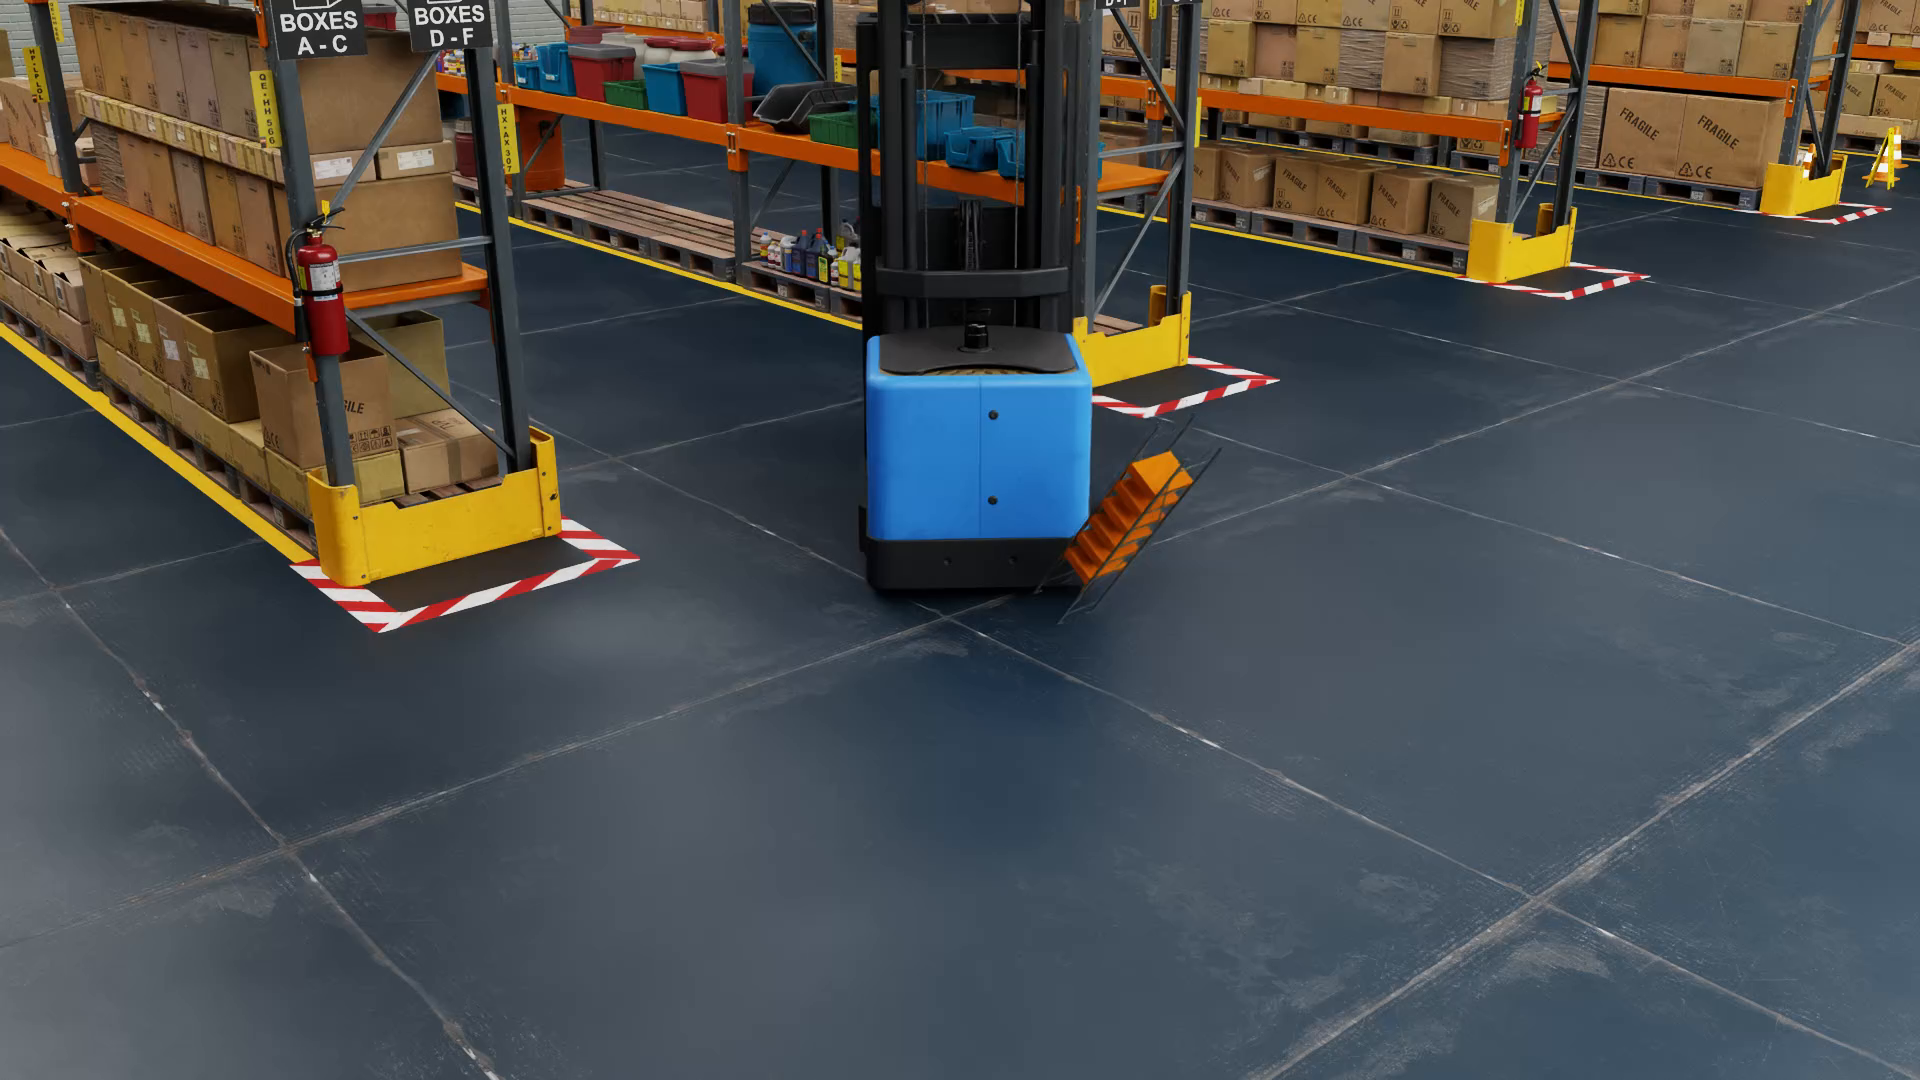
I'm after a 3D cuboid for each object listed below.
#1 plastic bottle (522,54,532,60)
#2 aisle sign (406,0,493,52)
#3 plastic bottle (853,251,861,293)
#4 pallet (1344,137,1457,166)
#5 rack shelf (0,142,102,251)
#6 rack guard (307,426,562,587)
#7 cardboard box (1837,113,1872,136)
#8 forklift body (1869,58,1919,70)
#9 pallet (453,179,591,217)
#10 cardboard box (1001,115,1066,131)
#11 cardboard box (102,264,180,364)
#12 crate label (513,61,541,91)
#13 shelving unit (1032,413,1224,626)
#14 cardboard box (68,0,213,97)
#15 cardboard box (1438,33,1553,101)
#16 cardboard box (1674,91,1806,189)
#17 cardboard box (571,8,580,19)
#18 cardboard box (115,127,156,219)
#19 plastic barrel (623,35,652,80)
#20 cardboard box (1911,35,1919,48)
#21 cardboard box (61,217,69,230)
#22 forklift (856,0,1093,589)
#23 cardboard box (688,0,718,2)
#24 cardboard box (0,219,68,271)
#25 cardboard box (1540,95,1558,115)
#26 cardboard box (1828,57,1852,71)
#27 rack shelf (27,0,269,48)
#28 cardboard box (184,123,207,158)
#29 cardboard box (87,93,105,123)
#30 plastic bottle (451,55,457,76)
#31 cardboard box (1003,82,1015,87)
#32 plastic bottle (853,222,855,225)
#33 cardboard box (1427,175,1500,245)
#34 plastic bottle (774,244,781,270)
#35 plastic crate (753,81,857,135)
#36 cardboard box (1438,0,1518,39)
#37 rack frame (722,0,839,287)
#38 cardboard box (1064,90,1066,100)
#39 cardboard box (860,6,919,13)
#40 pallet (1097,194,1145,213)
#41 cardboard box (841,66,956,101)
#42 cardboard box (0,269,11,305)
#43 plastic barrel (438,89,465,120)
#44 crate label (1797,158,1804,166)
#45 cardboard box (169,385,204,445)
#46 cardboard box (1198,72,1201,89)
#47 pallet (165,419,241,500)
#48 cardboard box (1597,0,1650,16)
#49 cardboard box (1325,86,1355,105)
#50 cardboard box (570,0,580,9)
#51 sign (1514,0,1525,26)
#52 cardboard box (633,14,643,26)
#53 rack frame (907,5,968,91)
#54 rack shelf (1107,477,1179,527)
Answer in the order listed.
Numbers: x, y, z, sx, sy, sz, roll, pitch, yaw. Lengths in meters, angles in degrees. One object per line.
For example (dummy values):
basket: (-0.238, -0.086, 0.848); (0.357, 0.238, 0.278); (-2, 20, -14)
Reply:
plastic bottle: (-4.493, -4.941, 17.259); (0.097, 0.201, 0.097); (0, 21, 0)
aisle sign: (-2.329, -2.621, 7.499); (0.394, 0.787, 0.004); (-17, 27, -37)
plastic bottle: (-0.725, -2.068, 12.679); (0.144, 0.351, 0.185); (-16, 27, -35)
pallet: (5.555, -4.868, 20.623); (1.003, 0.211, 1.213); (-17, 27, -37)
rack shelf: (-6.520, -2.679, 12.196); (1.077, 0.370, 4.000); (-17, 27, -37)
rack guard: (-2.588, -0.185, 8.272); (1.175, 0.500, 0.348); (-17, 27, -37)
cardboard box: (11.348, -5.292, 21.076); (0.500, 0.250, 0.500); (-17, 27, -37)
forklift body: (13.549, -6.949, 23.278); (2.313, 2.155, 1.214); (-17, 27, -37)
pallet: (-4.617, -3.654, 17.523); (1.003, 0.211, 1.213); (-17, 27, -37)
cardboard box: (0.881, -4.479, 18.630); (0.700, 0.500, 0.500); (-15, 26, -33)
cardboard box: (-4.817, -1.387, 10.077); (0.500, 0.500, 0.500); (-17, 27, -37)
crate label: (-4.080, -4.461, 15.990); (0.303, 0.233, 0.416); (-17, 27, -37)
shelving unit: (0.704, -0.068, 7.173); (0.258, 1.200, 0.189); (-18, 64, -38)
cardboard box: (-4.920, -2.991, 10.090); (0.700, 0.500, 0.500); (-17, 27, -37)
cardboard box: (4.565, -4.057, 14.183); (0.875, 0.500, 0.500); (-17, 27, -37)
cardboard box: (8.234, -4.244, 17.544); (0.875, 0.875, 0.875); (-17, 27, -37)
cardboard box: (-5.559, -7.840, 24.732); (0.380, 0.149, 0.250); (-17, 27, -37)
cardboard box: (-4.571, -2.242, 9.959); (0.700, 0.500, 0.500); (-18, 28, -38)
plastic barrel: (-2.962, -4.447, 15.571); (0.421, 0.512, 0.421); (0, 21, 0)
cardboard box: (11.756, -6.051, 20.165); (0.380, 0.149, 0.250); (-18, 28, -38)
cardboard box: (-6.626, -2.374, 12.858); (0.500, 0.311, 0.500); (-18, 27, -38)
forklift: (0.028, -1.628, 8.621); (1.130, 2.935, 3.031); (-1, 21, -2)
cardboard box: (-3.432, -7.510, 22.314); (0.500, 0.500, 0.500); (-16, 27, -36)
cardboard box: (-7.026, -2.243, 12.524); (0.500, 0.311, 0.500); (-18, 28, -39)
cardboard box: (4.898, -3.732, 14.243); (0.380, 0.149, 0.250); (-17, 27, -37)
cardboard box: (11.068, -6.027, 21.035); (0.380, 0.149, 0.250); (-16, 27, -35)
rack shelf: (-3.909, -2.970, 8.828); (1.077, 0.370, 4.000); (-17, 27, -37)
cardboard box: (-3.844, -2.122, 8.763); (0.380, 0.149, 0.250); (-17, 27, -36)
cardboard box: (-5.022, -2.620, 10.034); (0.380, 0.149, 0.250); (-17, 27, -37)
plastic bottle: (-5.188, -4.896, 17.145); (0.097, 0.201, 0.097); (0, 21, 0)
cardboard box: (0.900, -7.227, 26.155); (0.380, 0.149, 0.250); (-19, 28, -40)
plastic bottle: (-0.896, -2.525, 13.939); (0.061, 0.283, 0.133); (-16, 26, -35)
cardboard box: (4.509, -2.921, 14.681); (0.500, 0.500, 0.500); (-12, 24, -28)
plastic bottle: (-1.451, -2.292, 13.458); (0.097, 0.201, 0.097); (0, 21, 0)
plastic crate: (-1.214, -3.435, 13.227); (0.767, 0.338, 0.504); (-17, 27, -37)
cardboard box: (4.357, -4.457, 13.834); (0.500, 0.500, 0.500); (-17, 27, -37)
rack frame: (-1.460, -3.639, 13.662); (1.000, 3.000, 0.127); (-17, 27, -37)
cardboard box: (1.874, -6.658, 24.223); (0.500, 0.500, 0.500); (-17, 27, -37)
cardboard box: (-0.828, -6.047, 19.674); (0.500, 0.500, 0.500); (-16, 27, -36)
pallet: (1.783, -3.735, 17.730); (1.003, 0.211, 1.213); (-17, 27, -37)
cardboard box: (-0.753, -5.325, 20.305); (1.225, 0.875, 0.875); (-19, 28, -40)
cardboard box: (-7.033, -1.986, 12.636); (0.500, 0.250, 0.500); (-18, 28, -39)
plastic barrel: (-5.877, -4.718, 18.718); (0.600, 0.901, 0.708); (-17, 27, -37)
crate label: (9.974, -4.395, 19.518); (0.298, 0.136, 0.250); (7, 23, 18)
cardboard box: (-4.166, -0.761, 9.507); (0.500, 0.250, 0.500); (-17, 27, -37)
cardboard box: (2.358, -4.498, 16.200); (0.380, 0.149, 0.250); (-17, 27, -37)
pallet: (-3.927, -0.596, 9.716); (1.003, 0.211, 1.213); (-17, 27, -37)
cardboard box: (7.378, -5.983, 17.960); (0.875, 0.550, 0.500); (-17, 27, -37)
cardboard box: (3.503, -4.015, 14.967); (0.380, 0.149, 0.250); (-17, 27, -37)
cardboard box: (-5.432, -8.005, 24.608); (0.500, 0.250, 0.500); (-18, 28, -39)
sign: (4.470, -4.273, 13.259); (0.100, 0.325, 0.005); (-17, 27, -37)
cardboard box: (-4.381, -7.343, 23.464); (0.380, 0.149, 0.250); (-17, 27, -37)
rack frame: (-0.318, -5.923, 19.494); (1.000, 3.000, 0.127); (-17, 27, -37)
rack shelf: (0.781, -0.183, 7.035); (0.258, 0.103, 0.180); (-18, 64, -38)
